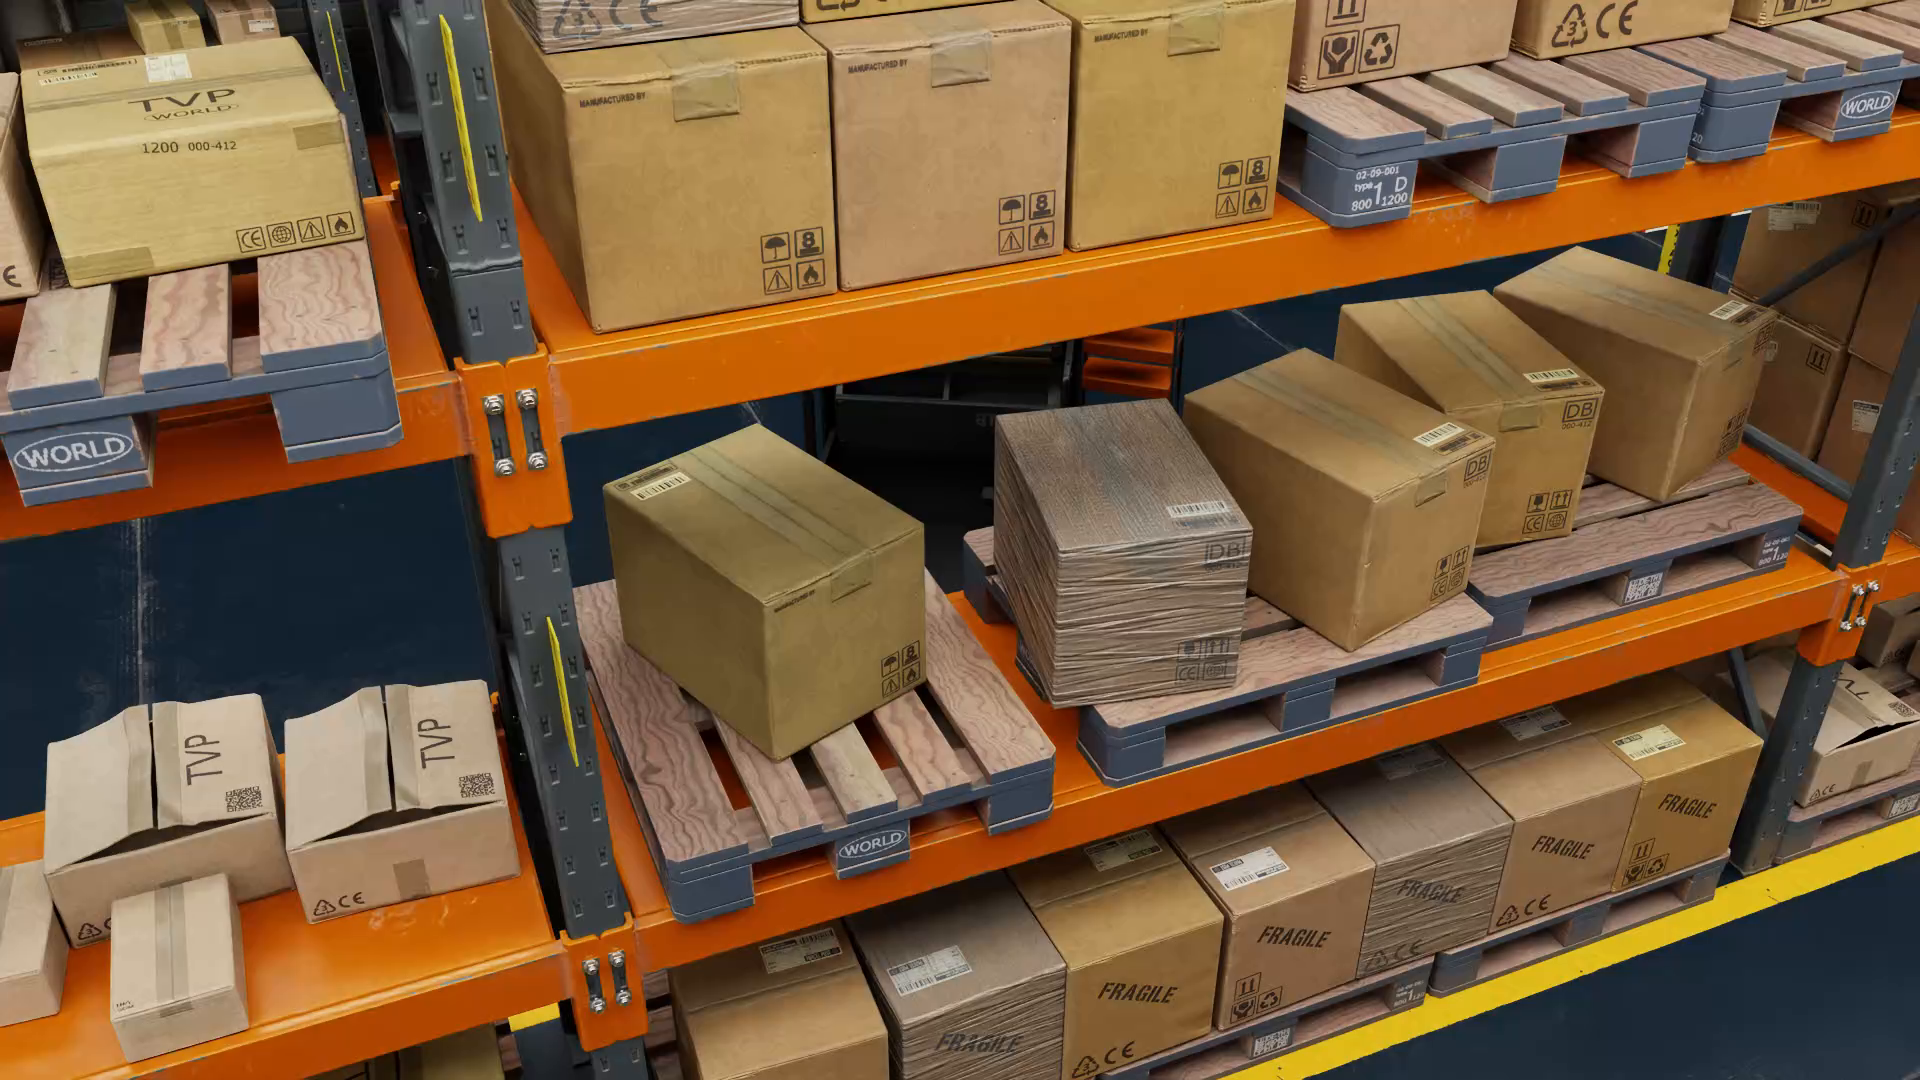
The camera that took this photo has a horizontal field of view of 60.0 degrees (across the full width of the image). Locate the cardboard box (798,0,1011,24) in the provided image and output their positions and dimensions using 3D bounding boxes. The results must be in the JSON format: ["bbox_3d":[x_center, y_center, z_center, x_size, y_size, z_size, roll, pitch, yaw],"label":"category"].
[{"bbox_3d":[-0.167,-1.391,3.378,0.500,0.500,0.500,-13,35,-19],"label":"cardboard box"}]

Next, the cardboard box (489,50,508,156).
[{"bbox_3d":[-2.416,-2.115,7.867,0.500,0.500,0.500,-12,35,-18],"label":"cardboard box"}]

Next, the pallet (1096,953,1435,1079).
[{"bbox_3d":[0.784,1.299,5.560,1.213,0.211,1.003,-13,35,-19],"label":"pallet"}]

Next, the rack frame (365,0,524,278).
[{"bbox_3d":[-1.042,-1.990,2.558,0.127,3.000,1.000,-13,35,-19],"label":"rack frame"}]

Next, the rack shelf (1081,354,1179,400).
[{"bbox_3d":[0.839,-0.782,8.338,0.480,0.148,0.258,10,34,14],"label":"rack shelf"}]

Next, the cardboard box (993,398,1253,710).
[{"bbox_3d":[0.412,0.020,4.493,0.500,0.500,0.700,-7,34,-10],"label":"cardboard box"}]

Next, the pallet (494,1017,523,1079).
[{"bbox_3d":[-1.816,1.847,4.718,1.213,0.211,1.003,-13,35,-19],"label":"pallet"}]

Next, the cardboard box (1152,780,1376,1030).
[{"bbox_3d":[0.913,1.106,5.189,0.500,0.500,0.500,-14,36,-21],"label":"cardboard box"}]

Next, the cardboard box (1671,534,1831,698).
[{"bbox_3d":[3.062,0.280,6.458,0.500,0.500,0.500,-13,35,-19],"label":"cardboard box"}]

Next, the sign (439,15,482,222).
[{"bbox_3d":[-0.835,-0.702,2.782,0.005,0.325,0.100,-13,35,-19],"label":"sign"}]

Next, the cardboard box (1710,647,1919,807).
[{"bbox_3d":[3.117,0.642,6.074,0.500,0.311,0.500,-13,35,-19],"label":"cardboard box"}]

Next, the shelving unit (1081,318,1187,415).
[{"bbox_3d":[0.840,-1.005,8.193,0.503,1.200,0.258,10,34,14],"label":"shelving unit"}]

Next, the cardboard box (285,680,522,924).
[{"bbox_3d":[-1.394,0.616,4.134,0.500,0.311,0.500,-11,35,-16],"label":"cardboard box"}]

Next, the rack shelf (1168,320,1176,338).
[{"bbox_3d":[0.840,-1.136,8.109,0.480,0.148,0.258,10,34,14],"label":"rack shelf"}]

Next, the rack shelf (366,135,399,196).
[{"bbox_3d":[-1.119,-2.087,8.866,4.000,0.370,1.077,-13,35,-19],"label":"rack shelf"}]

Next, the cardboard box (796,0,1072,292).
[{"bbox_3d":[-0.182,-0.992,3.682,0.500,0.500,0.910,-13,35,-19],"label":"cardboard box"}]

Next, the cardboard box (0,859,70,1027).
[{"bbox_3d":[-2.196,0.927,3.805,0.250,0.149,0.380,-10,34,-15],"label":"cardboard box"}]

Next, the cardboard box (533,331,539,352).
[{"bbox_3d":[-2.234,-1.330,8.630,0.750,0.750,0.750,-13,35,-20],"label":"cardboard box"}]

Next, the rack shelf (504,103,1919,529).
[{"bbox_3d":[0.802,-0.854,4.221,4.000,0.370,1.077,-13,35,-19],"label":"rack shelf"}]

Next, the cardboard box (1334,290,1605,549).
[{"bbox_3d":[1.513,-0.374,5.097,0.500,0.500,0.700,-8,34,-11],"label":"cardboard box"}]

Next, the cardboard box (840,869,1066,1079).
[{"bbox_3d":[-0.031,1.322,4.857,0.500,0.500,0.500,-14,36,-21],"label":"cardboard box"}]

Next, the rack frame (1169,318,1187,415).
[{"bbox_3d":[1.073,-0.966,8.133,0.015,1.200,0.240,10,34,14],"label":"rack frame"}]

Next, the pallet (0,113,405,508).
[{"bbox_3d":[-1.633,-0.466,3.138,1.003,0.211,1.213,-11,35,-17],"label":"pallet"}]

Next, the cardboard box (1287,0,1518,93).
[{"bbox_3d":[0.924,-1.485,3.963,0.600,0.600,0.600,-14,36,-21],"label":"cardboard box"}]

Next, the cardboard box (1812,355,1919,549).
[{"bbox_3d":[3.222,-0.333,5.420,0.500,0.500,0.500,-12,35,-18],"label":"cardboard box"}]

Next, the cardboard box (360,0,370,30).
[{"bbox_3d":[-2.645,-2.681,8.050,0.500,0.250,0.500,-12,35,-18],"label":"cardboard box"}]

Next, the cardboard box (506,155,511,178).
[{"bbox_3d":[-2.334,-1.871,8.087,0.250,0.149,0.380,-12,35,-18],"label":"cardboard box"}]

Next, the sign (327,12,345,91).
[{"bbox_3d":[-2.744,-2.147,7.311,0.005,0.325,0.100,-13,35,-19],"label":"sign"}]

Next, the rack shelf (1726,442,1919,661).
[{"bbox_3d":[4.490,-0.441,6.337,4.000,0.370,1.077,-13,35,-19],"label":"rack shelf"}]

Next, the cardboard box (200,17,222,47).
[{"bbox_3d":[-3.393,-2.088,7.714,0.500,0.500,0.700,-17,37,-24],"label":"cardboard box"}]

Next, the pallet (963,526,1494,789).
[{"bbox_3d":[0.749,0.192,4.881,1.213,0.211,1.003,-13,35,-19],"label":"pallet"}]

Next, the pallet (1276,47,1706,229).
[{"bbox_3d":[1.063,-1.176,4.229,1.003,0.211,1.213,-13,35,-19],"label":"pallet"}]

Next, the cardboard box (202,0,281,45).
[{"bbox_3d":[-3.270,-2.376,7.562,0.250,0.149,0.380,-18,37,-25],"label":"cardboard box"}]

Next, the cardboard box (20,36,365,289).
[{"bbox_3d":[-1.438,-0.722,3.112,0.500,0.250,0.500,-16,36,-22],"label":"cardboard box"}]

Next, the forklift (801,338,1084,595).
[{"bbox_3d":[-0.066,-0.890,6.431,1.130,2.935,3.031,3,33,5],"label":"forklift"}]

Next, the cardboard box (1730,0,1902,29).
[{"bbox_3d":[2.153,-1.768,4.398,0.600,0.600,0.600,-16,36,-23],"label":"cardboard box"}]

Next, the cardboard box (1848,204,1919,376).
[{"bbox_3d":[3.190,-0.739,5.127,0.500,0.500,0.500,-12,35,-18],"label":"cardboard box"}]

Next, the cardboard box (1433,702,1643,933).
[{"bbox_3d":[1.843,0.891,5.518,0.500,0.500,0.500,-13,35,-19],"label":"cardboard box"}]

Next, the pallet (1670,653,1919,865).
[{"bbox_3d":[3.280,0.704,6.475,1.213,0.211,1.003,-13,35,-19],"label":"pallet"}]

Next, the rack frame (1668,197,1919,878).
[{"bbox_3d":[2.646,-0.320,5.492,0.127,3.000,1.000,-13,35,-19],"label":"rack frame"}]
